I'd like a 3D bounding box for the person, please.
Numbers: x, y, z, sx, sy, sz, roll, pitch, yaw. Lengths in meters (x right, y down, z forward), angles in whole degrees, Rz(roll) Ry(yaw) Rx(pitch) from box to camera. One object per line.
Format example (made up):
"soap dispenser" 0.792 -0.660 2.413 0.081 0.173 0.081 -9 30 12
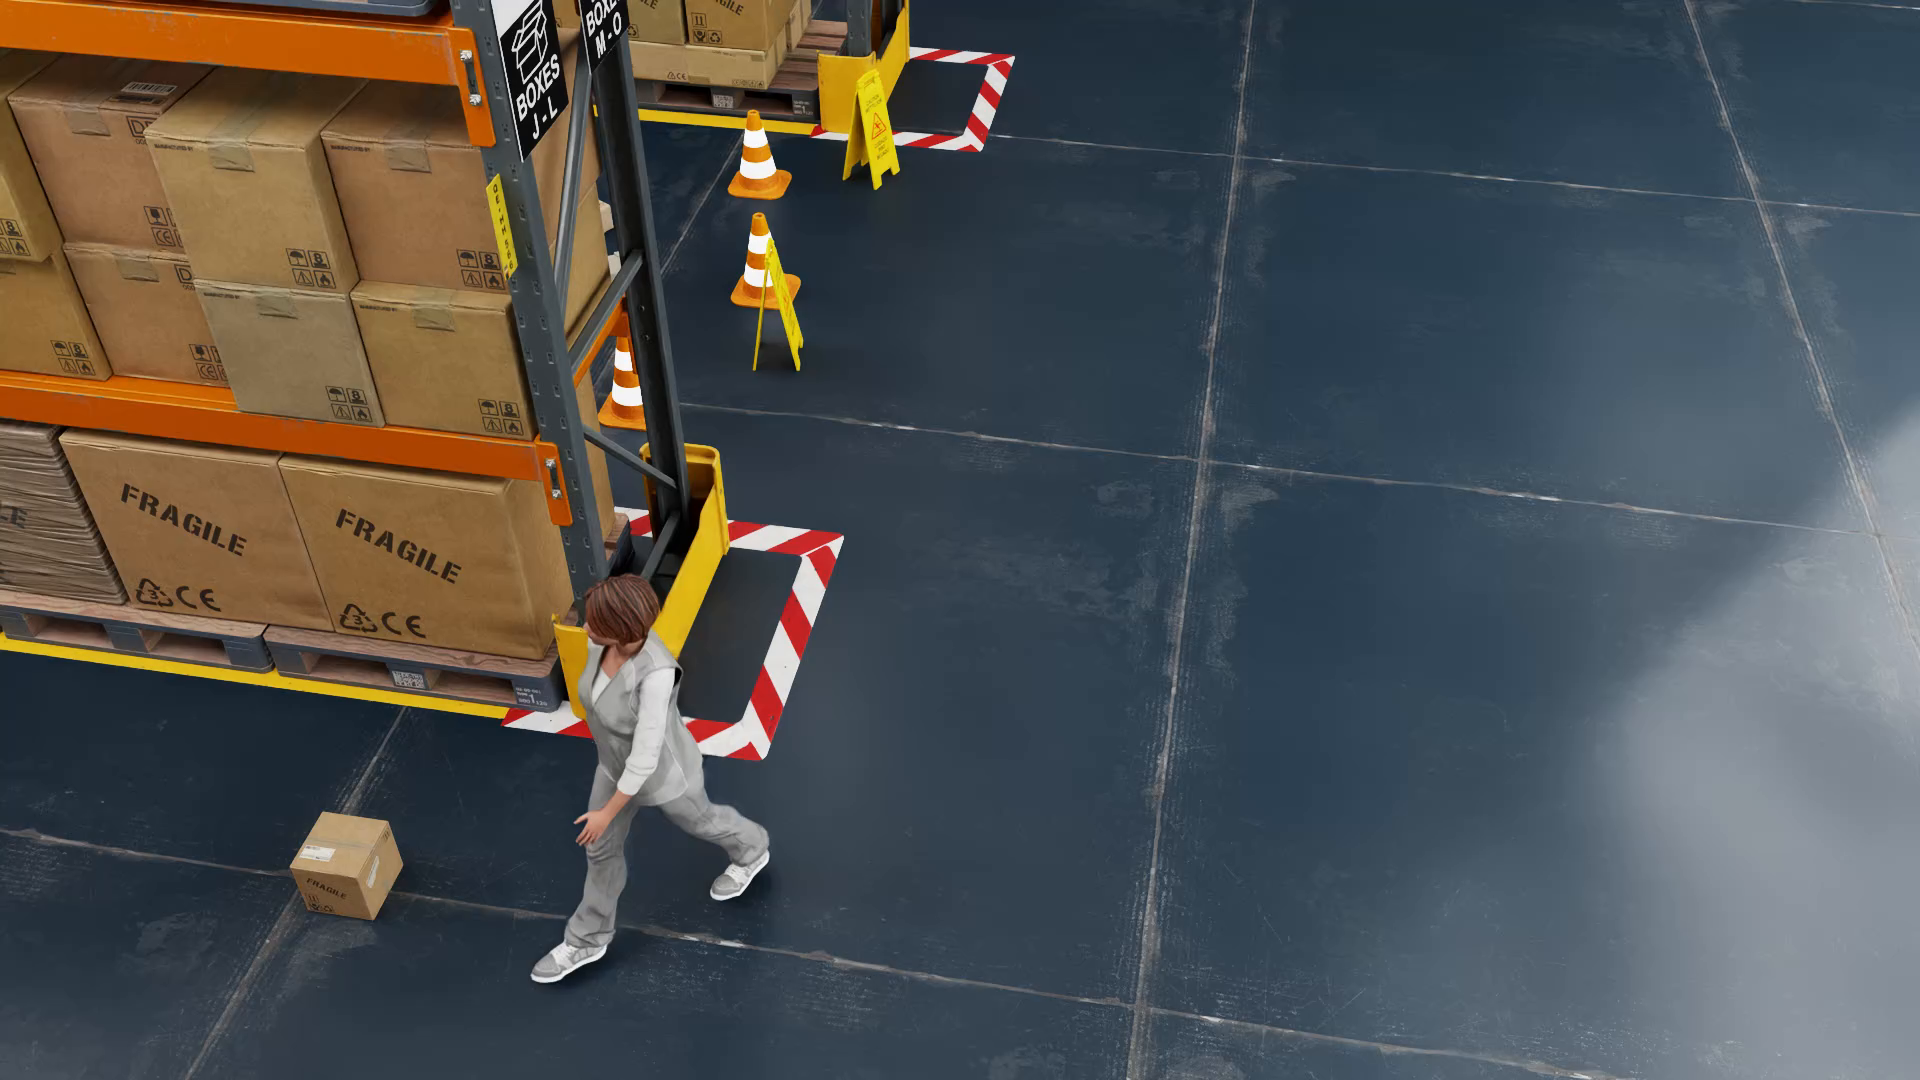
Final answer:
"person" -1.056 0.741 5.298 0.928 1.540 0.417 -33 51 -32
